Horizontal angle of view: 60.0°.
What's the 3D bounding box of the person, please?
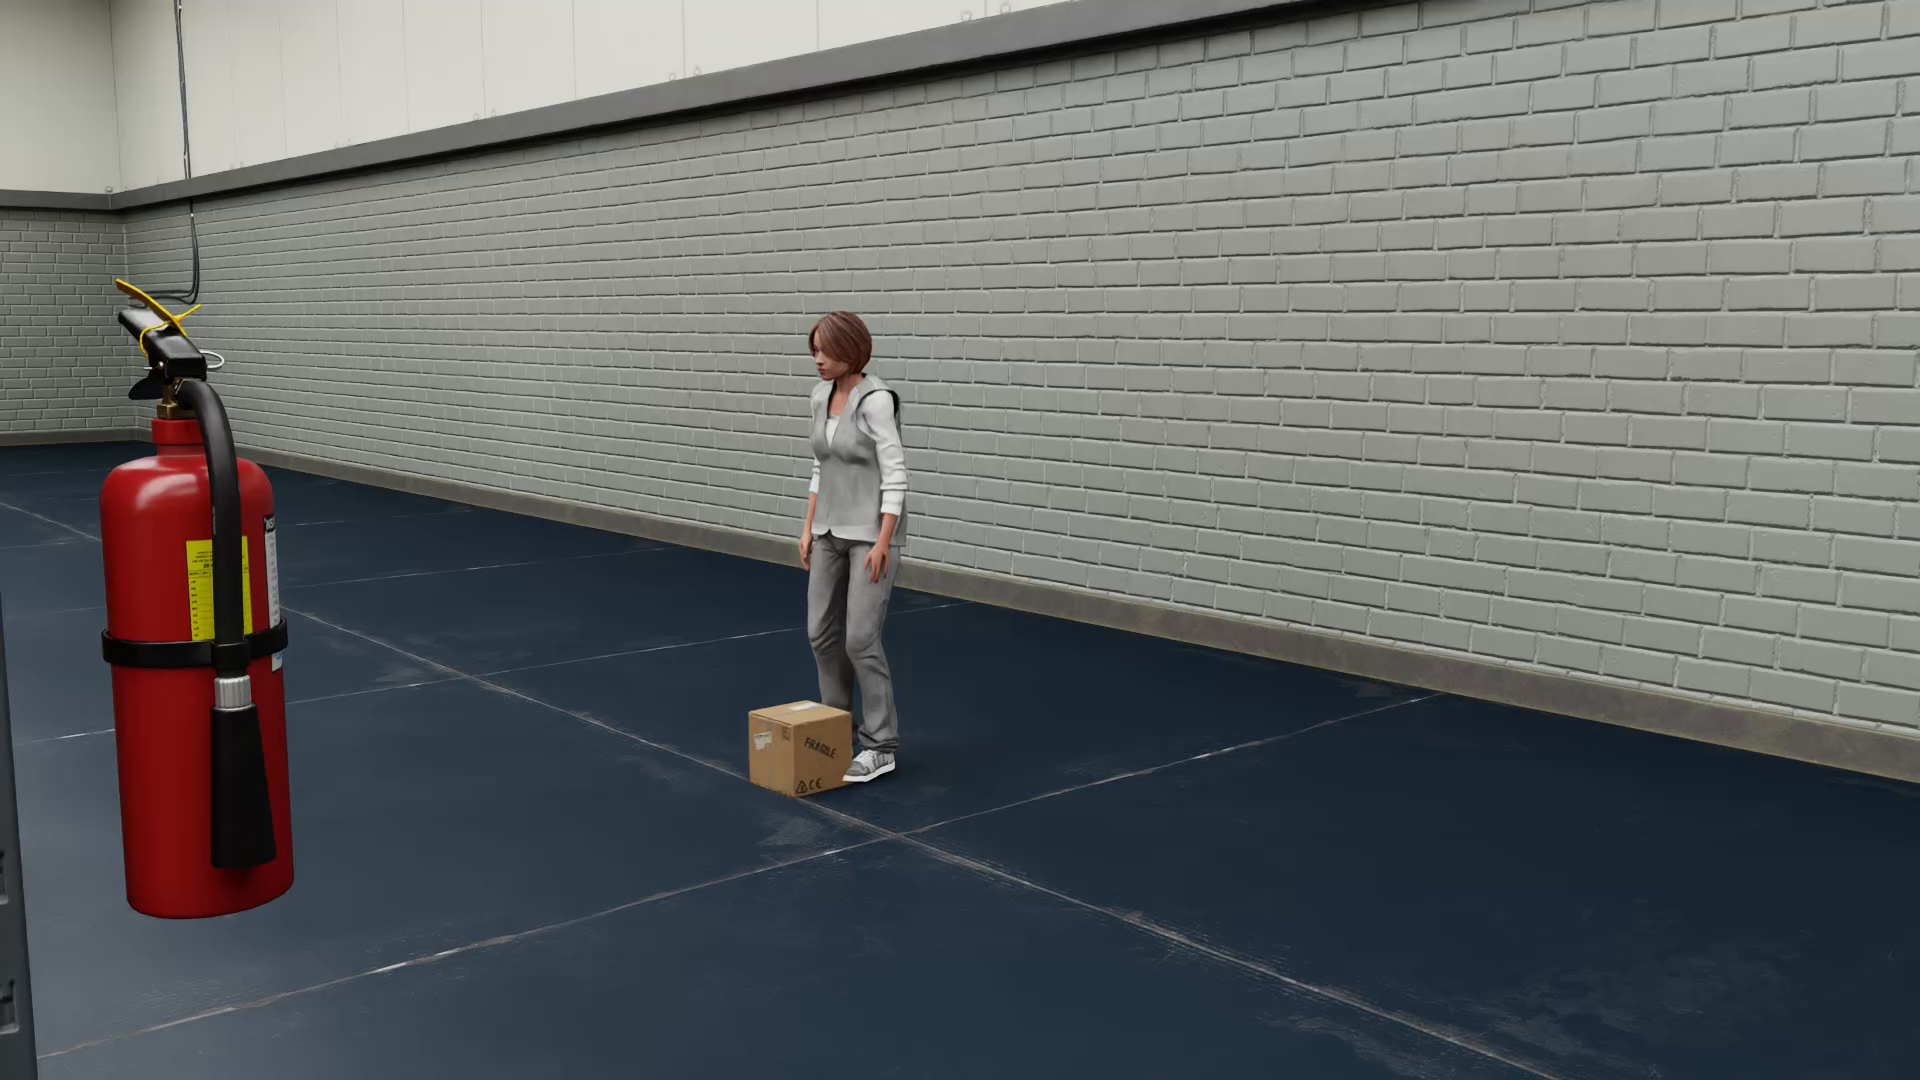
[{"bbox_3d":[-0.370,0.018,5.698,0.342,1.594,0.481,-7,10,-43],"label":"person"}]
